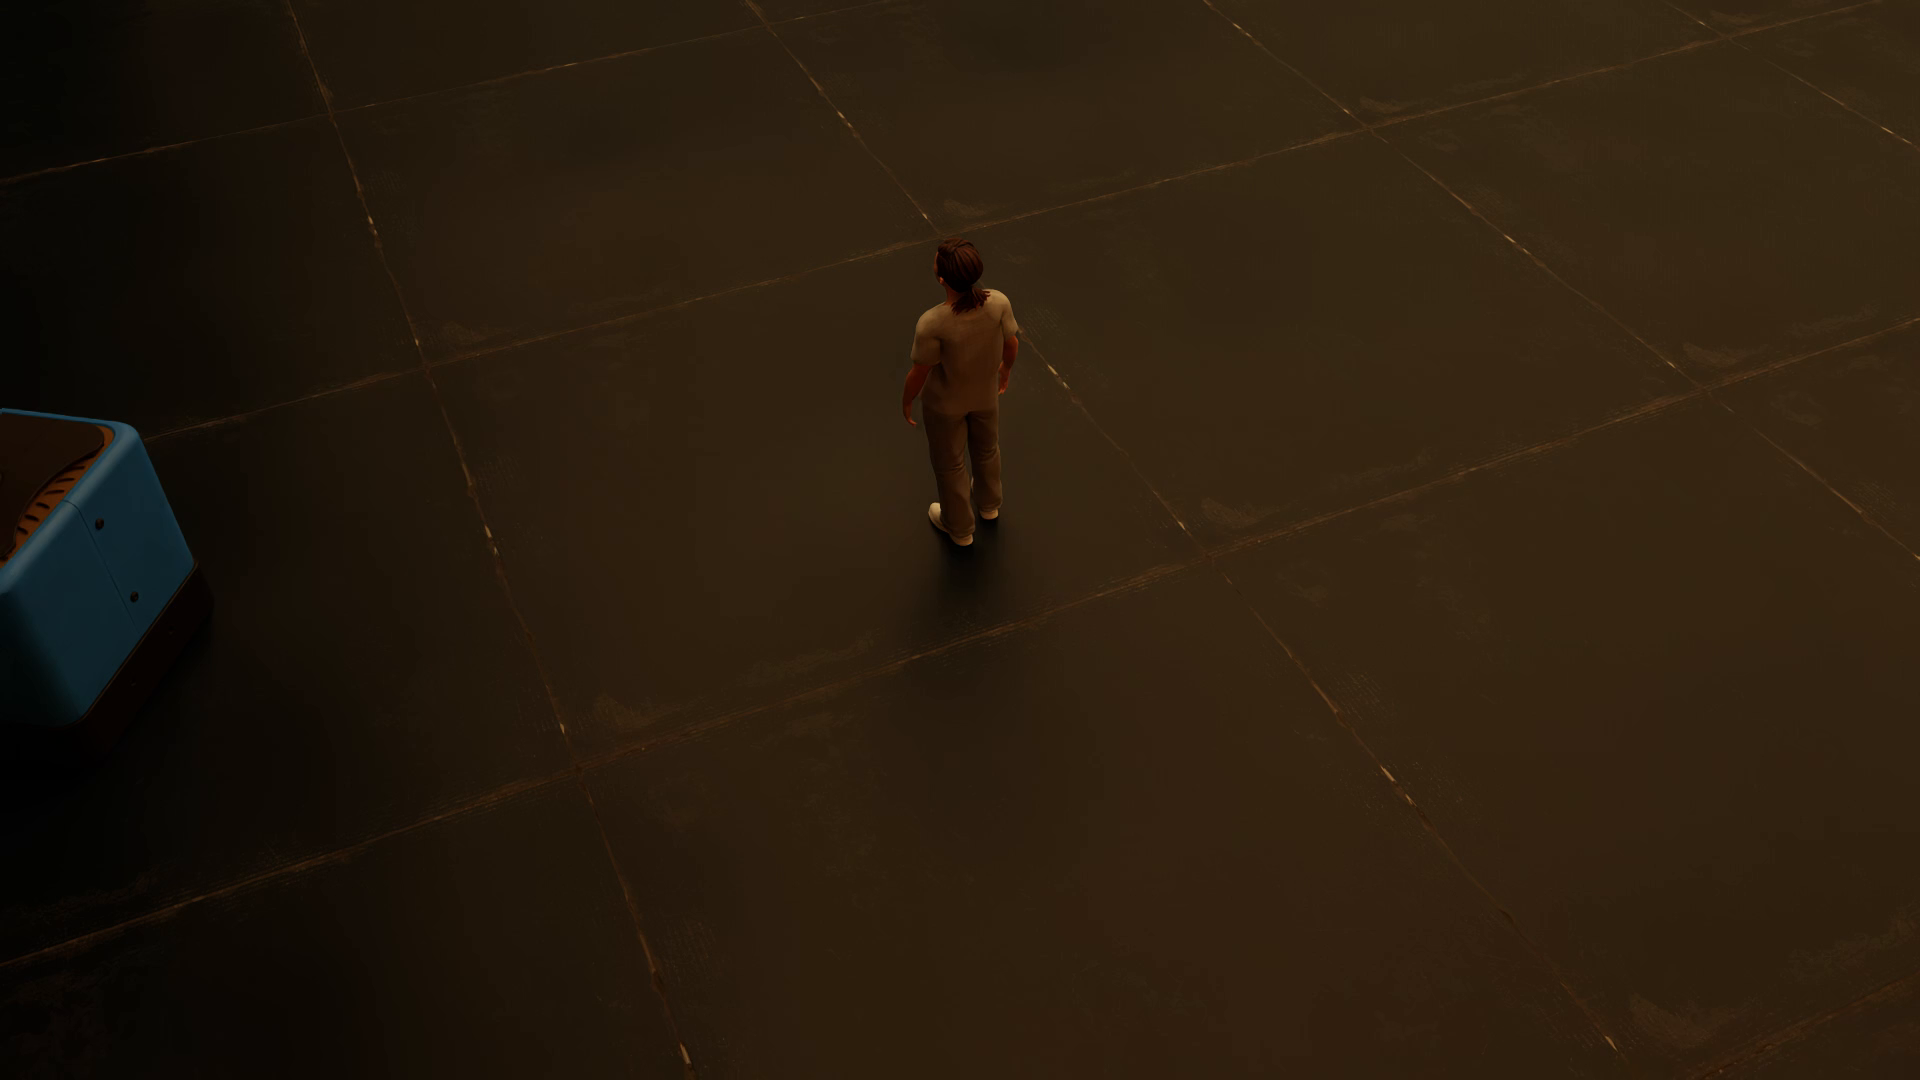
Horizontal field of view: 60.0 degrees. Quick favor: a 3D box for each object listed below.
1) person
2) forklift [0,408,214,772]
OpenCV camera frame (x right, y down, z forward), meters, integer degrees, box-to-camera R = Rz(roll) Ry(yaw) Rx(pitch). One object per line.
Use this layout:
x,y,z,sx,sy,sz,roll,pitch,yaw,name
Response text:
-0.019,-0.668,7.305,0.549,1.673,0.548,-18,46,-18,person
-4.893,-0.615,6.339,3.031,2.935,1.130,7,43,7,forklift
